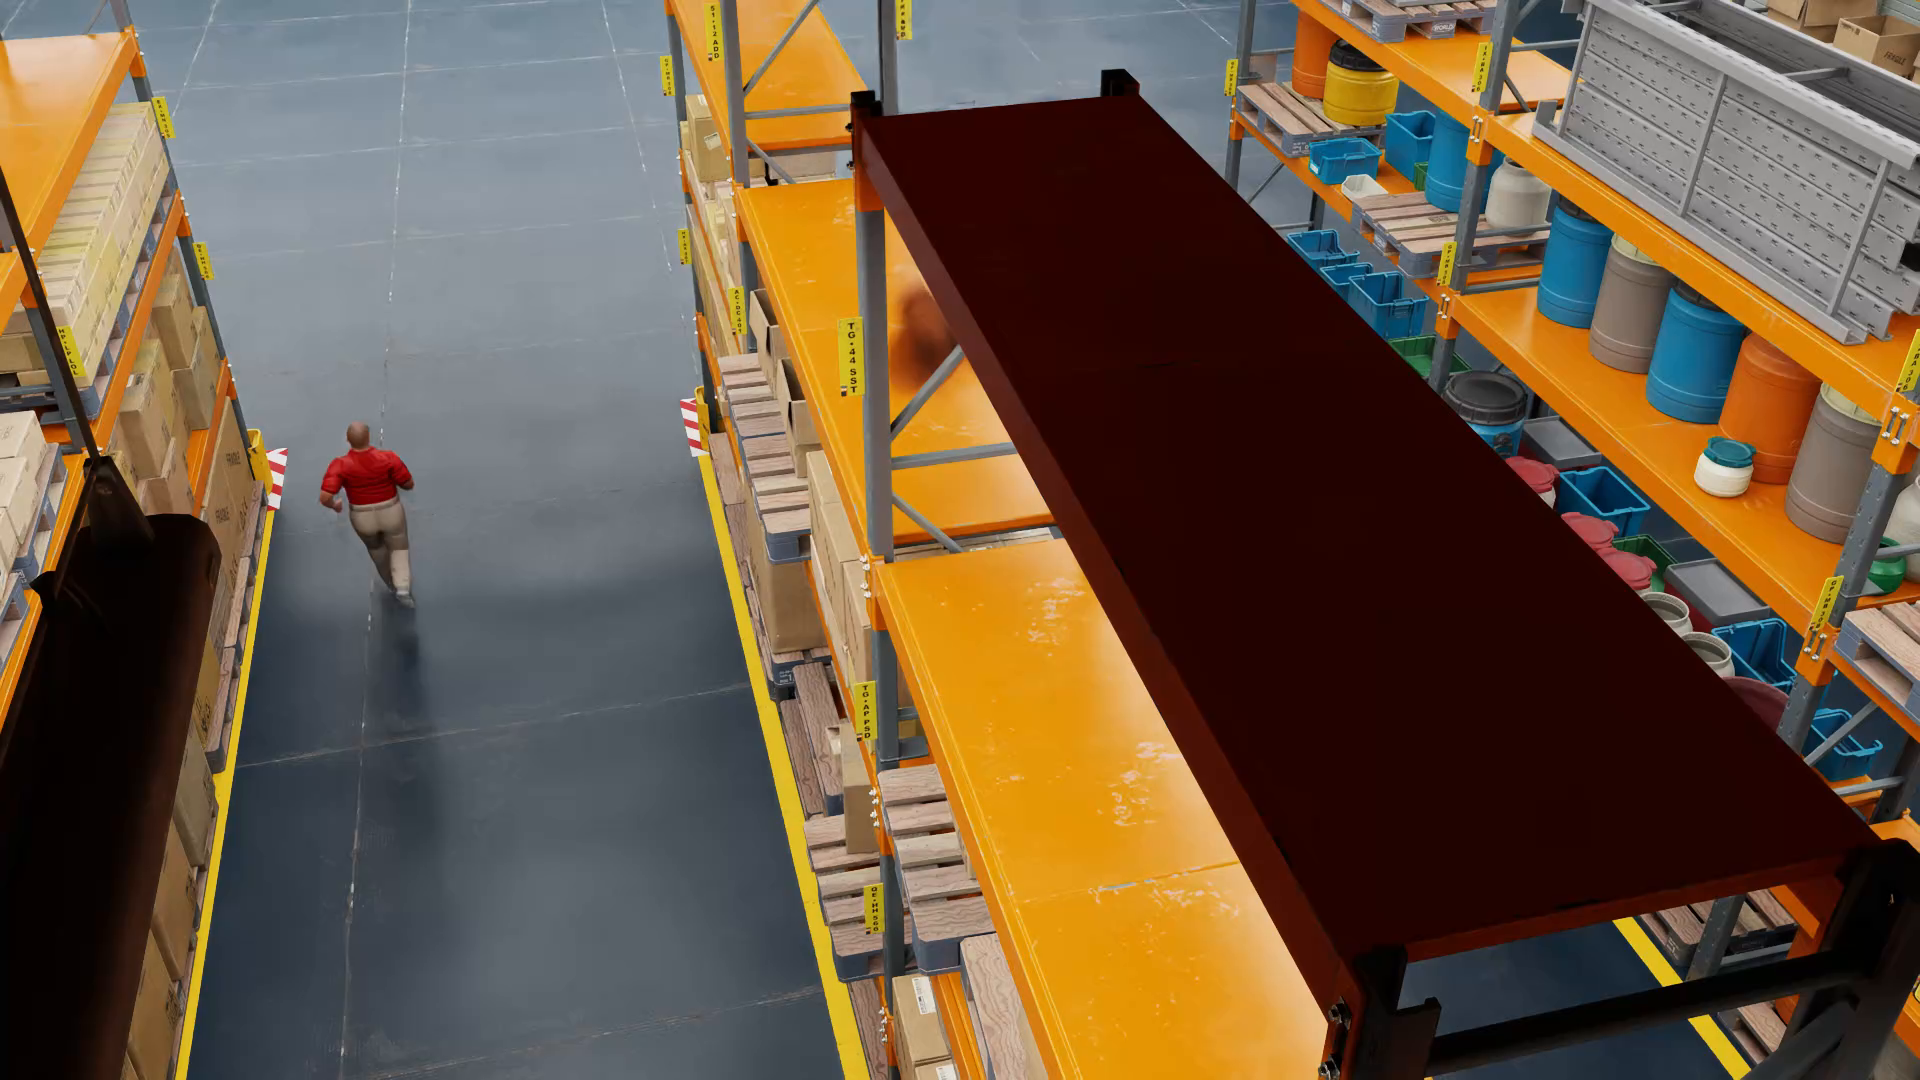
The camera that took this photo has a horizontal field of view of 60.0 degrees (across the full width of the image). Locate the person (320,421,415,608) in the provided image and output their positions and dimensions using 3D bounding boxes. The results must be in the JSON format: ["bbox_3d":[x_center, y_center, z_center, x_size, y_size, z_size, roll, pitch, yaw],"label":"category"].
[{"bbox_3d":[-4.526,-0.182,12.877,0.678,1.685,0.917,-10,36,-14],"label":"person"}]
